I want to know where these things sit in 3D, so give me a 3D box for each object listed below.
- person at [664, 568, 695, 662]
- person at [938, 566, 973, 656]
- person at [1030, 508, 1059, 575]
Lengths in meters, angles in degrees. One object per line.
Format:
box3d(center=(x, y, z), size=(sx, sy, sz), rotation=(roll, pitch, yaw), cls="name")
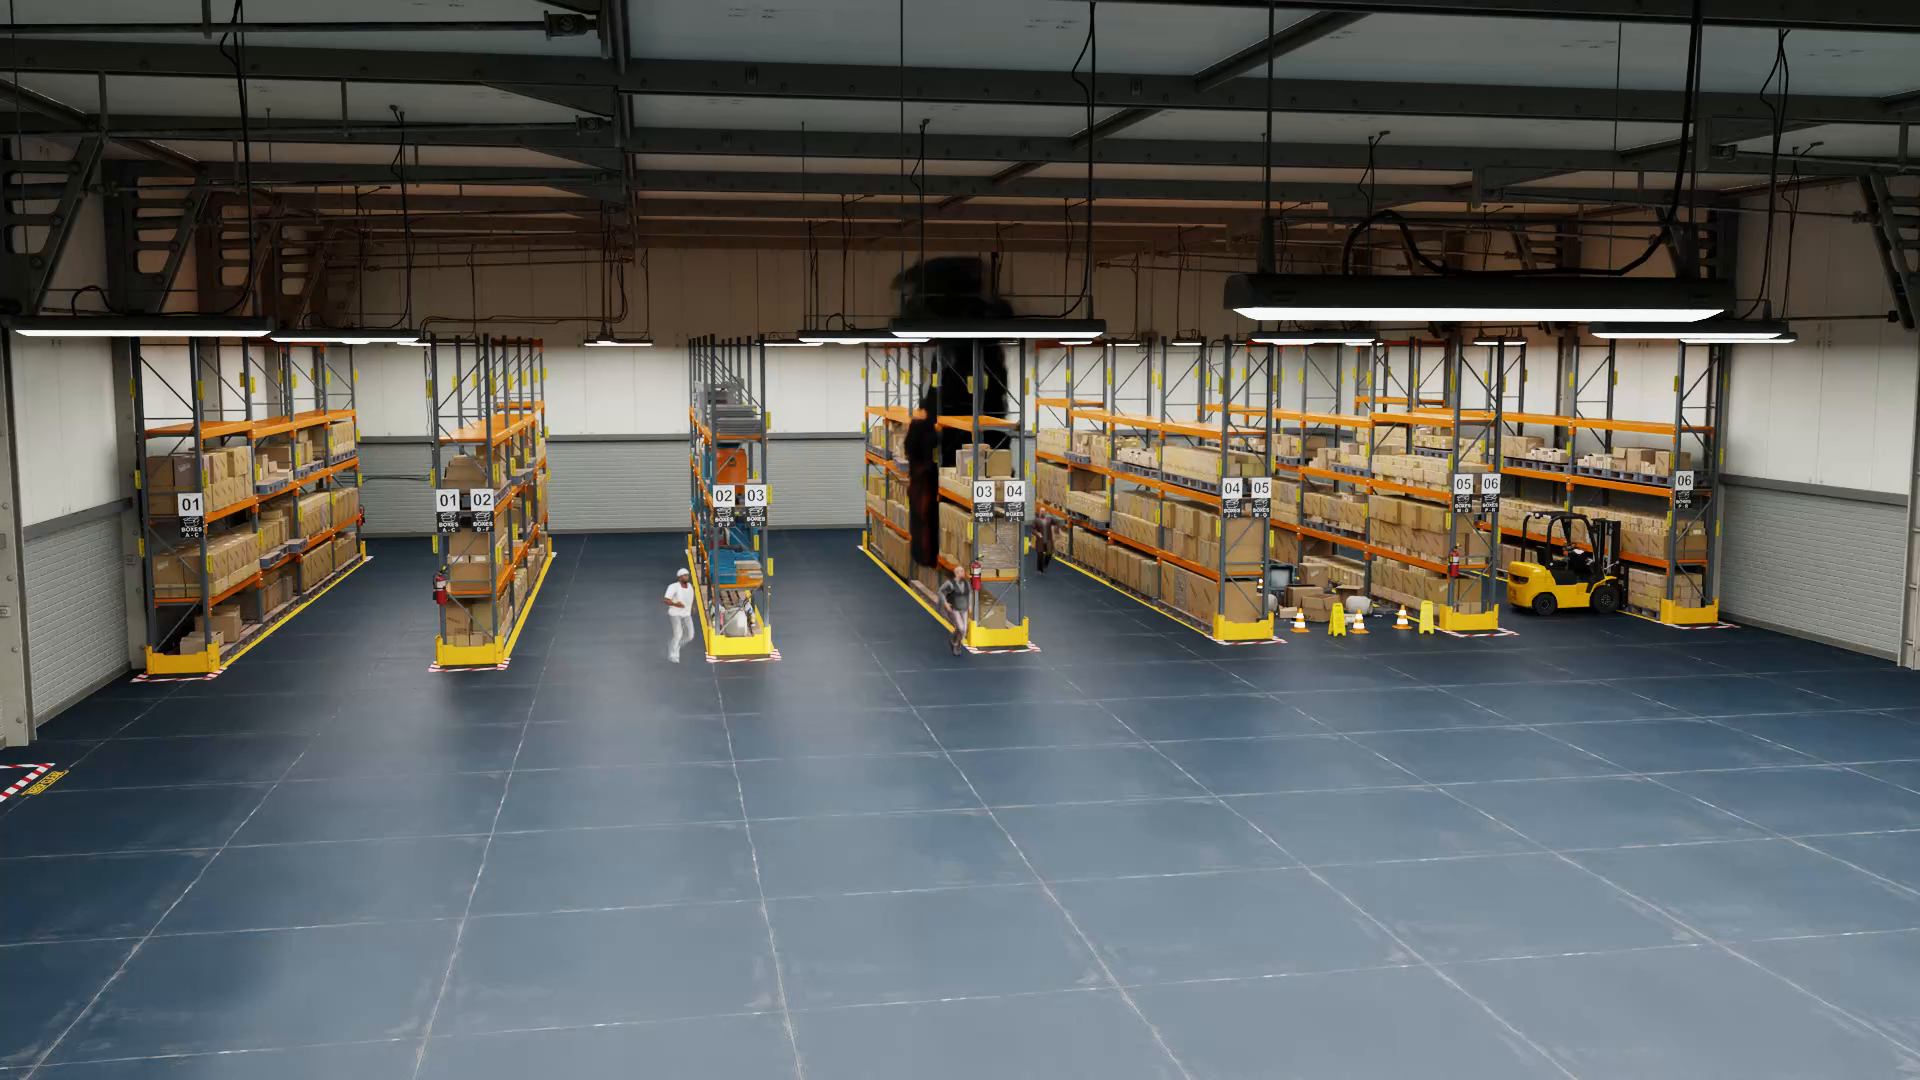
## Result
box3d(center=(-5.078, 1.374, 30.540), size=(0.713, 1.709, 0.595), rotation=(-6, 9, -44), cls="person")
box3d(center=(-0.018, 1.336, 30.986), size=(0.678, 1.686, 0.600), rotation=(-4, 8, -32), cls="person")
box3d(center=(2.136, 0.065, 41.963), size=(0.737, 1.699, 0.839), rotation=(0, 7, -2), cls="person")
